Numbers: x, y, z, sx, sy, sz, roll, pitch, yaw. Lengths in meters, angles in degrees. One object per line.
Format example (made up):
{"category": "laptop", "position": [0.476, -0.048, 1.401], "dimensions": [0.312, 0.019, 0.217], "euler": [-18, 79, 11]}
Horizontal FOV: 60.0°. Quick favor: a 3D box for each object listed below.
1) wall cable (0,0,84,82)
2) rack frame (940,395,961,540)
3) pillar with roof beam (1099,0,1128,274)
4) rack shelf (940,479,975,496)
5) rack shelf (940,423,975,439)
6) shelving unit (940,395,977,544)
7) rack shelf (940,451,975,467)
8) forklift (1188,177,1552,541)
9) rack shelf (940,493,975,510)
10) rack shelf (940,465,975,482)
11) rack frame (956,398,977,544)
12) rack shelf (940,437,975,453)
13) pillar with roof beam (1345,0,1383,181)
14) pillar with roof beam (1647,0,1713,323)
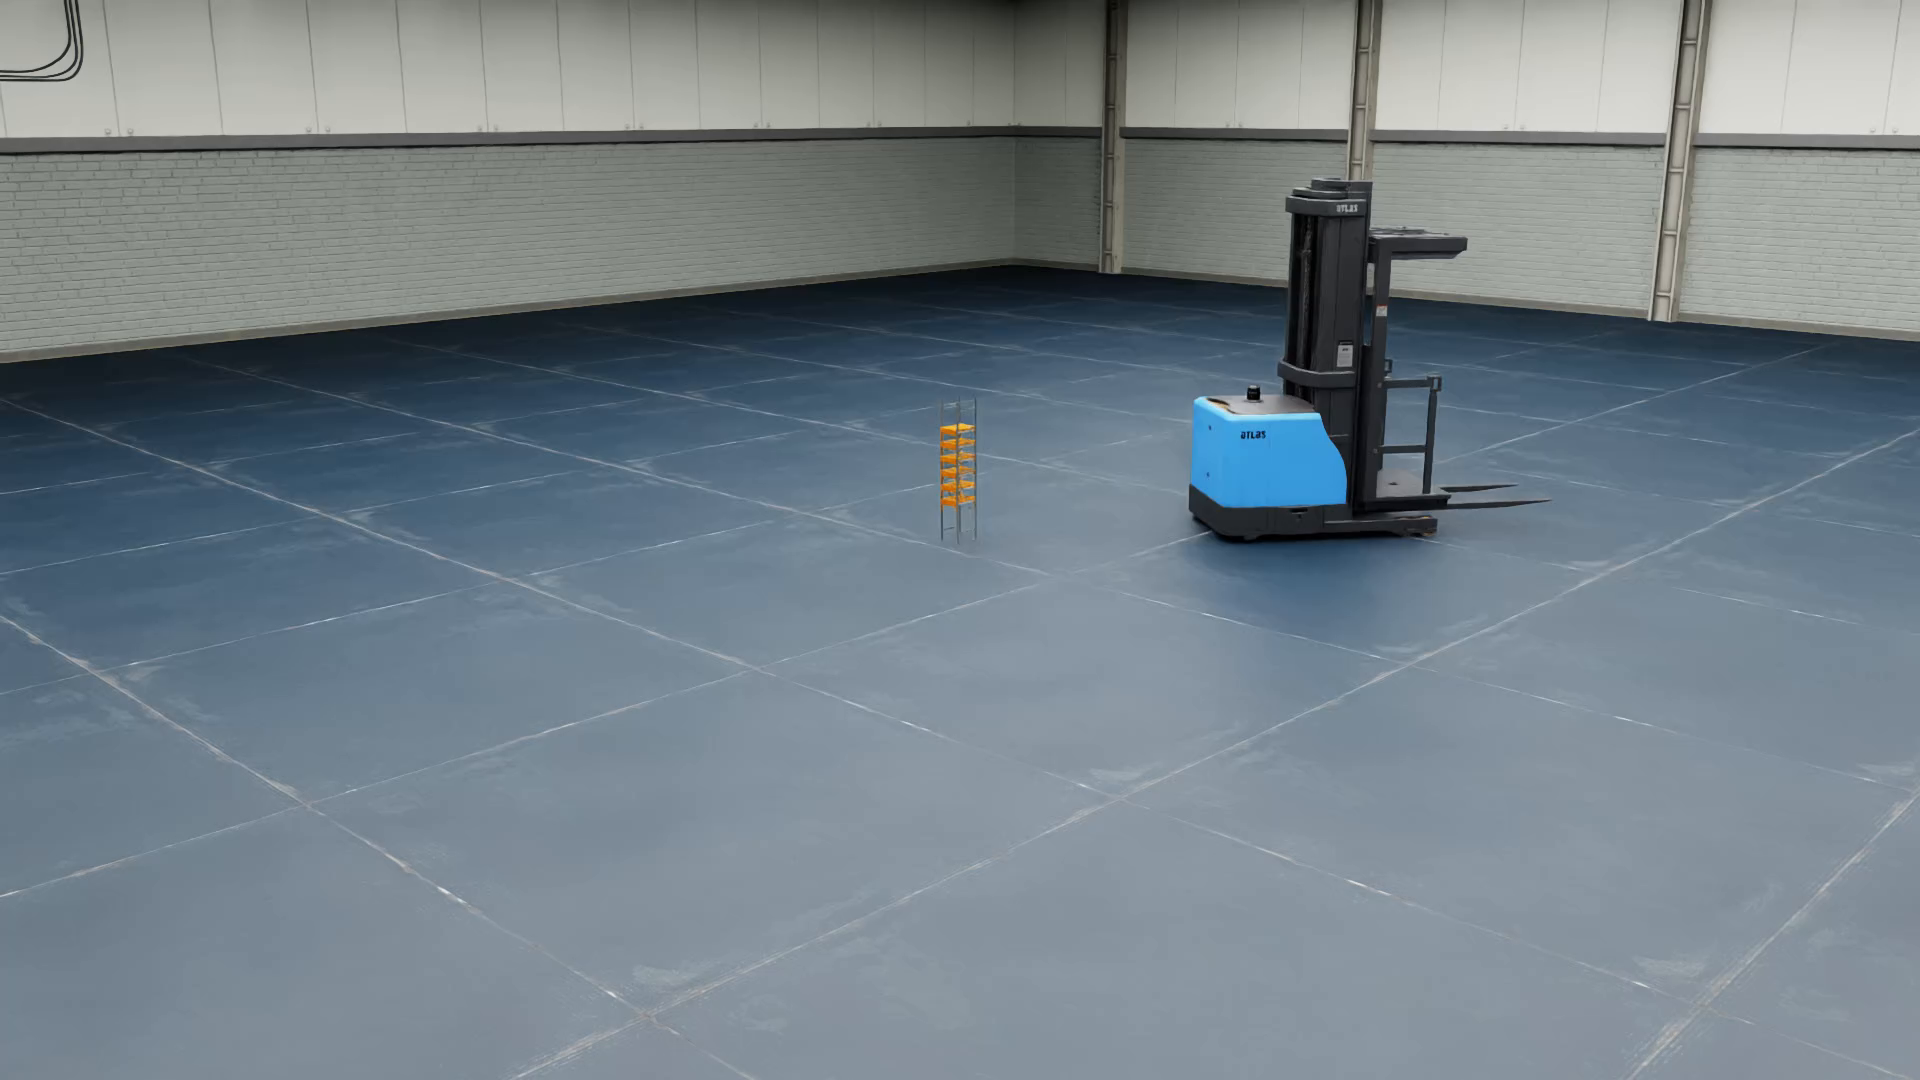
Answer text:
{"category": "wall cable", "position": [-13.186, -8.579, 22.264], "dimensions": [0.169, 6.003, 2.305], "euler": [14, 20, 42]}
{"category": "rack frame", "position": [-0.076, -0.599, 13.852], "dimensions": [0.006, 1.200, 0.240], "euler": [14, 20, 42]}
{"category": "pillar with roof beam", "position": [0.292, -9.393, 32.135], "dimensions": [0.400, 9.000, 9.100], "euler": [14, 20, 42]}
{"category": "rack shelf", "position": [-0.010, -0.424, 13.832], "dimensions": [0.180, 0.103, 0.258], "euler": [14, 20, 42]}
{"category": "rack shelf", "position": [-0.010, -0.889, 13.711], "dimensions": [0.180, 0.103, 0.258], "euler": [14, 20, 42]}
{"category": "shelving unit", "position": [-0.010, -0.583, 13.791], "dimensions": [0.189, 1.200, 0.258], "euler": [14, 20, 42]}
{"category": "rack shelf", "position": [-0.010, -0.656, 13.771], "dimensions": [0.180, 0.103, 0.258], "euler": [14, 20, 42]}
{"category": "forklift", "position": [3.580, -1.570, 14.145], "dimensions": [3.031, 2.935, 1.130], "euler": [-2, 15, -9]}
{"category": "rack shelf", "position": [-0.010, -0.308, 13.862], "dimensions": [0.180, 0.103, 0.258], "euler": [14, 20, 42]}
{"category": "rack shelf", "position": [-0.010, -0.540, 13.802], "dimensions": [0.180, 0.103, 0.258], "euler": [14, 20, 42]}
{"category": "rack frame", "position": [0.055, -0.567, 13.729], "dimensions": [0.006, 1.200, 0.240], "euler": [14, 20, 42]}
{"category": "rack shelf", "position": [-0.010, -0.772, 13.741], "dimensions": [0.180, 0.103, 0.258], "euler": [14, 20, 42]}
{"category": "pillar with roof beam", "position": [4.611, -8.343, 28.104], "dimensions": [0.400, 9.000, 9.100], "euler": [14, 20, 42]}
{"category": "pillar with roof beam", "position": [8.930, -7.293, 24.074], "dimensions": [0.400, 9.000, 9.100], "euler": [14, 20, 42]}
